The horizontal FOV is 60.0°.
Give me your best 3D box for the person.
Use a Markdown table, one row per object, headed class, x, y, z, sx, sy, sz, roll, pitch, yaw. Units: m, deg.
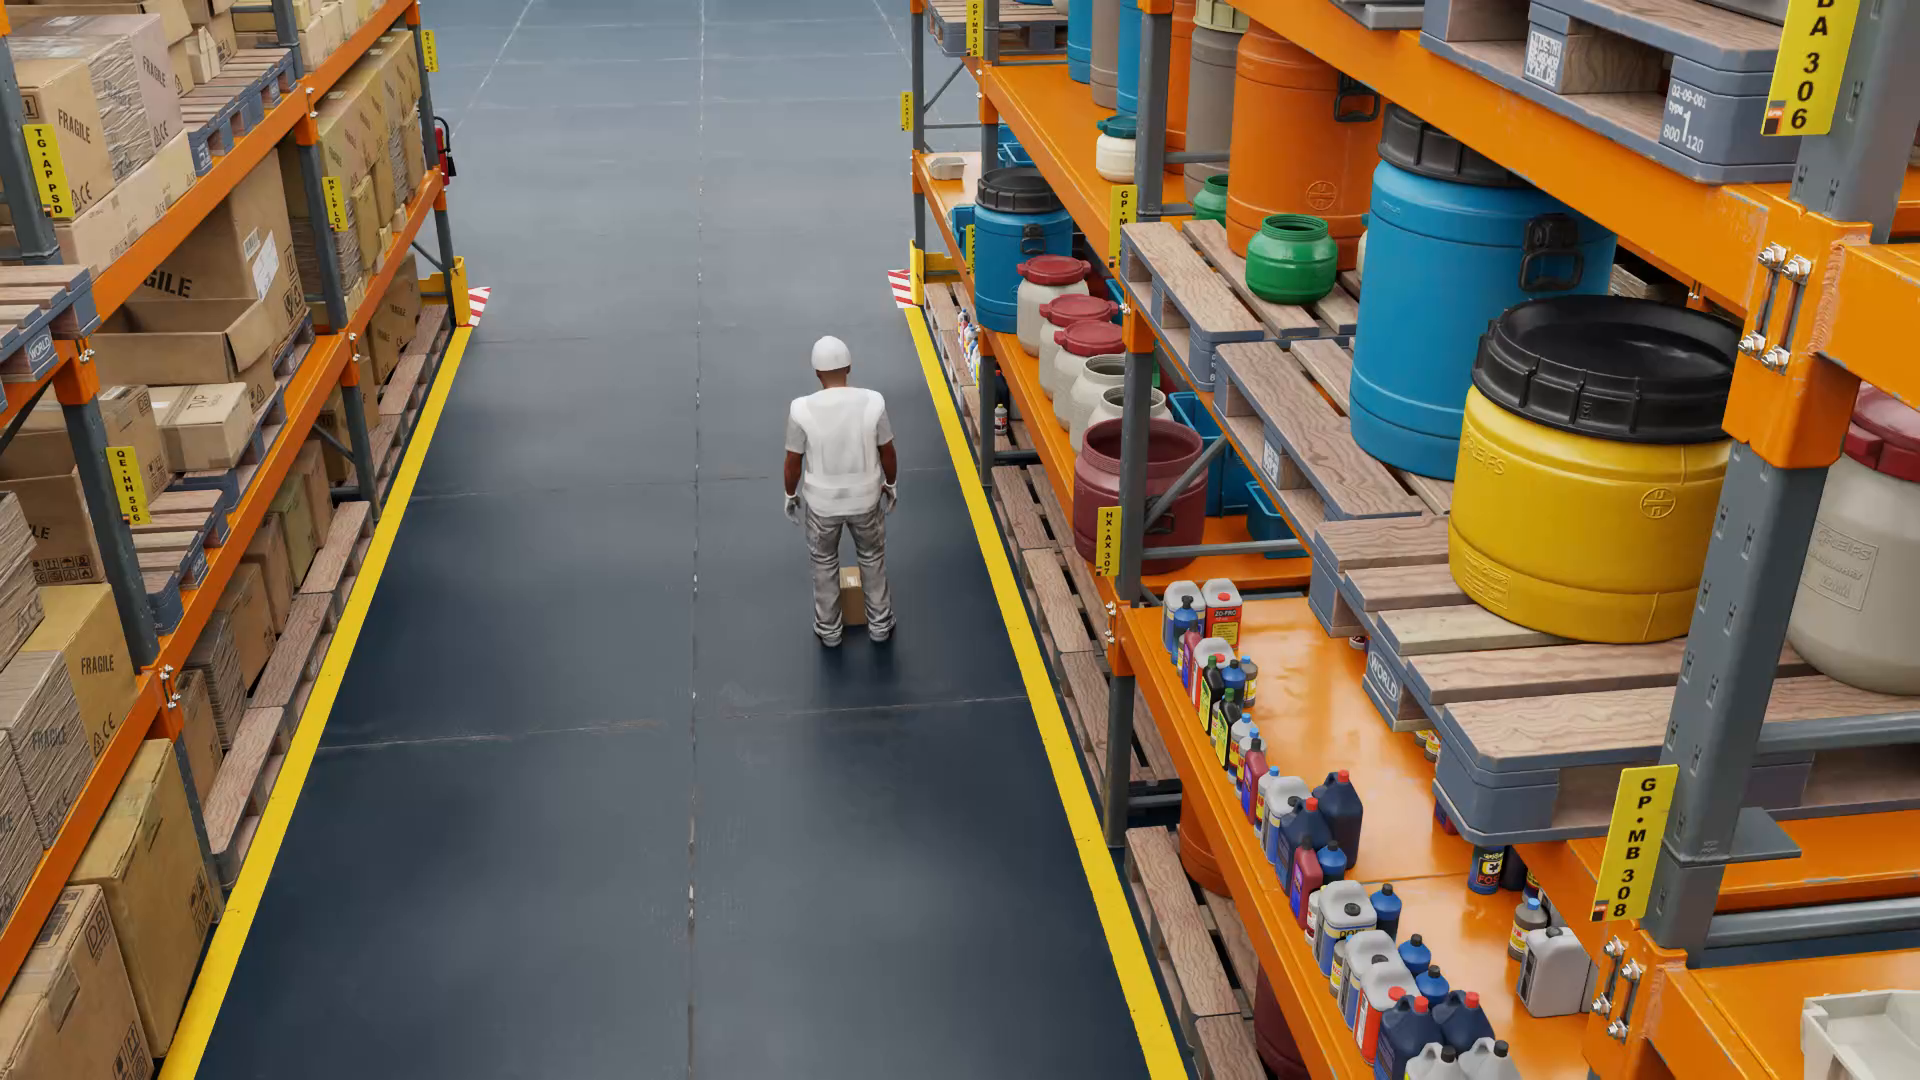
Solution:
| class | x | y | z | sx | sy | sz | roll | pitch | yaw |
| --- | --- | --- | --- | --- | --- | --- | --- | --- | --- |
| person | -0.648 | -0.248 | 9.092 | 0.629 | 1.775 | 0.444 | -5 | 27 | -10 |
